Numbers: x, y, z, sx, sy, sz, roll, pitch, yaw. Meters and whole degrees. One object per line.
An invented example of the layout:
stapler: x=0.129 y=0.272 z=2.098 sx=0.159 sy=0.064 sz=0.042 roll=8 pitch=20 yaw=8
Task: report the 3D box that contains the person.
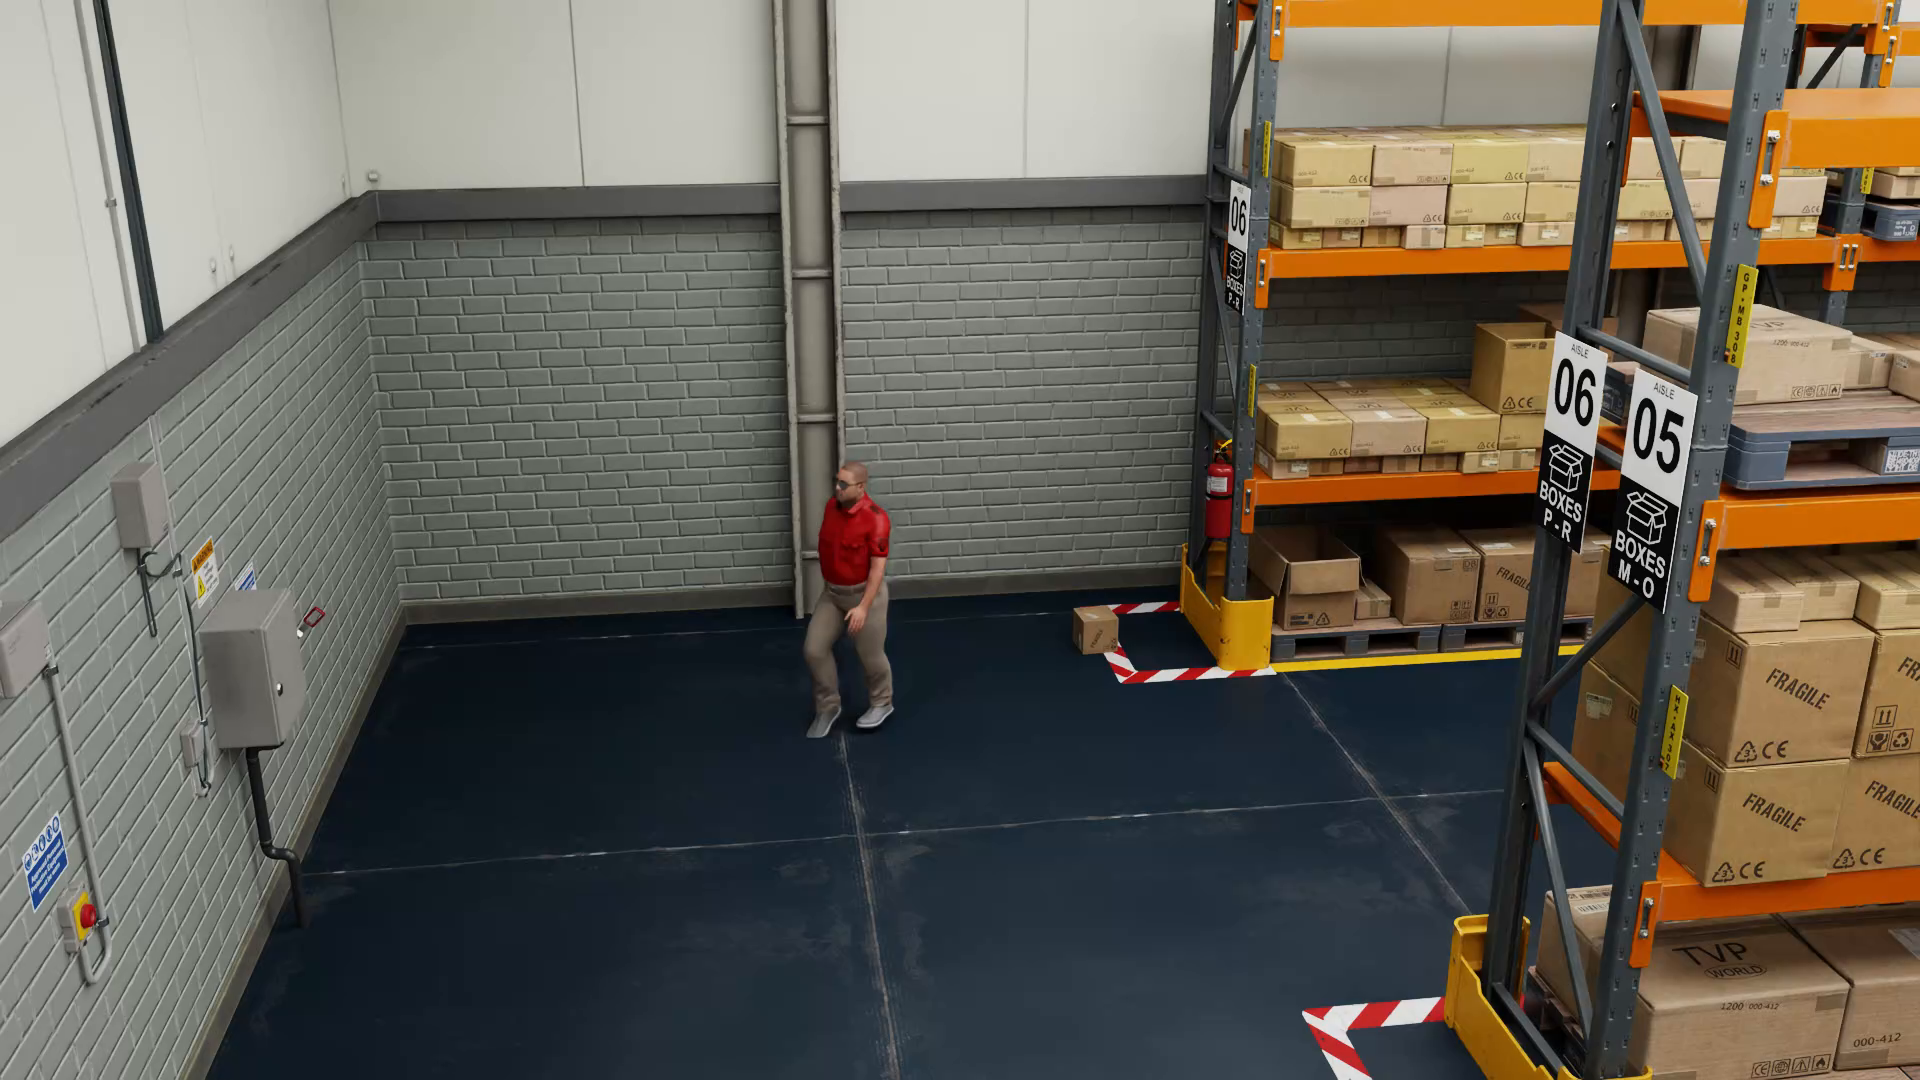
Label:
person: x=-0.651 y=0.391 z=10.079 sx=0.545 sy=1.802 sz=0.567 roll=15 pitch=25 yaw=36
